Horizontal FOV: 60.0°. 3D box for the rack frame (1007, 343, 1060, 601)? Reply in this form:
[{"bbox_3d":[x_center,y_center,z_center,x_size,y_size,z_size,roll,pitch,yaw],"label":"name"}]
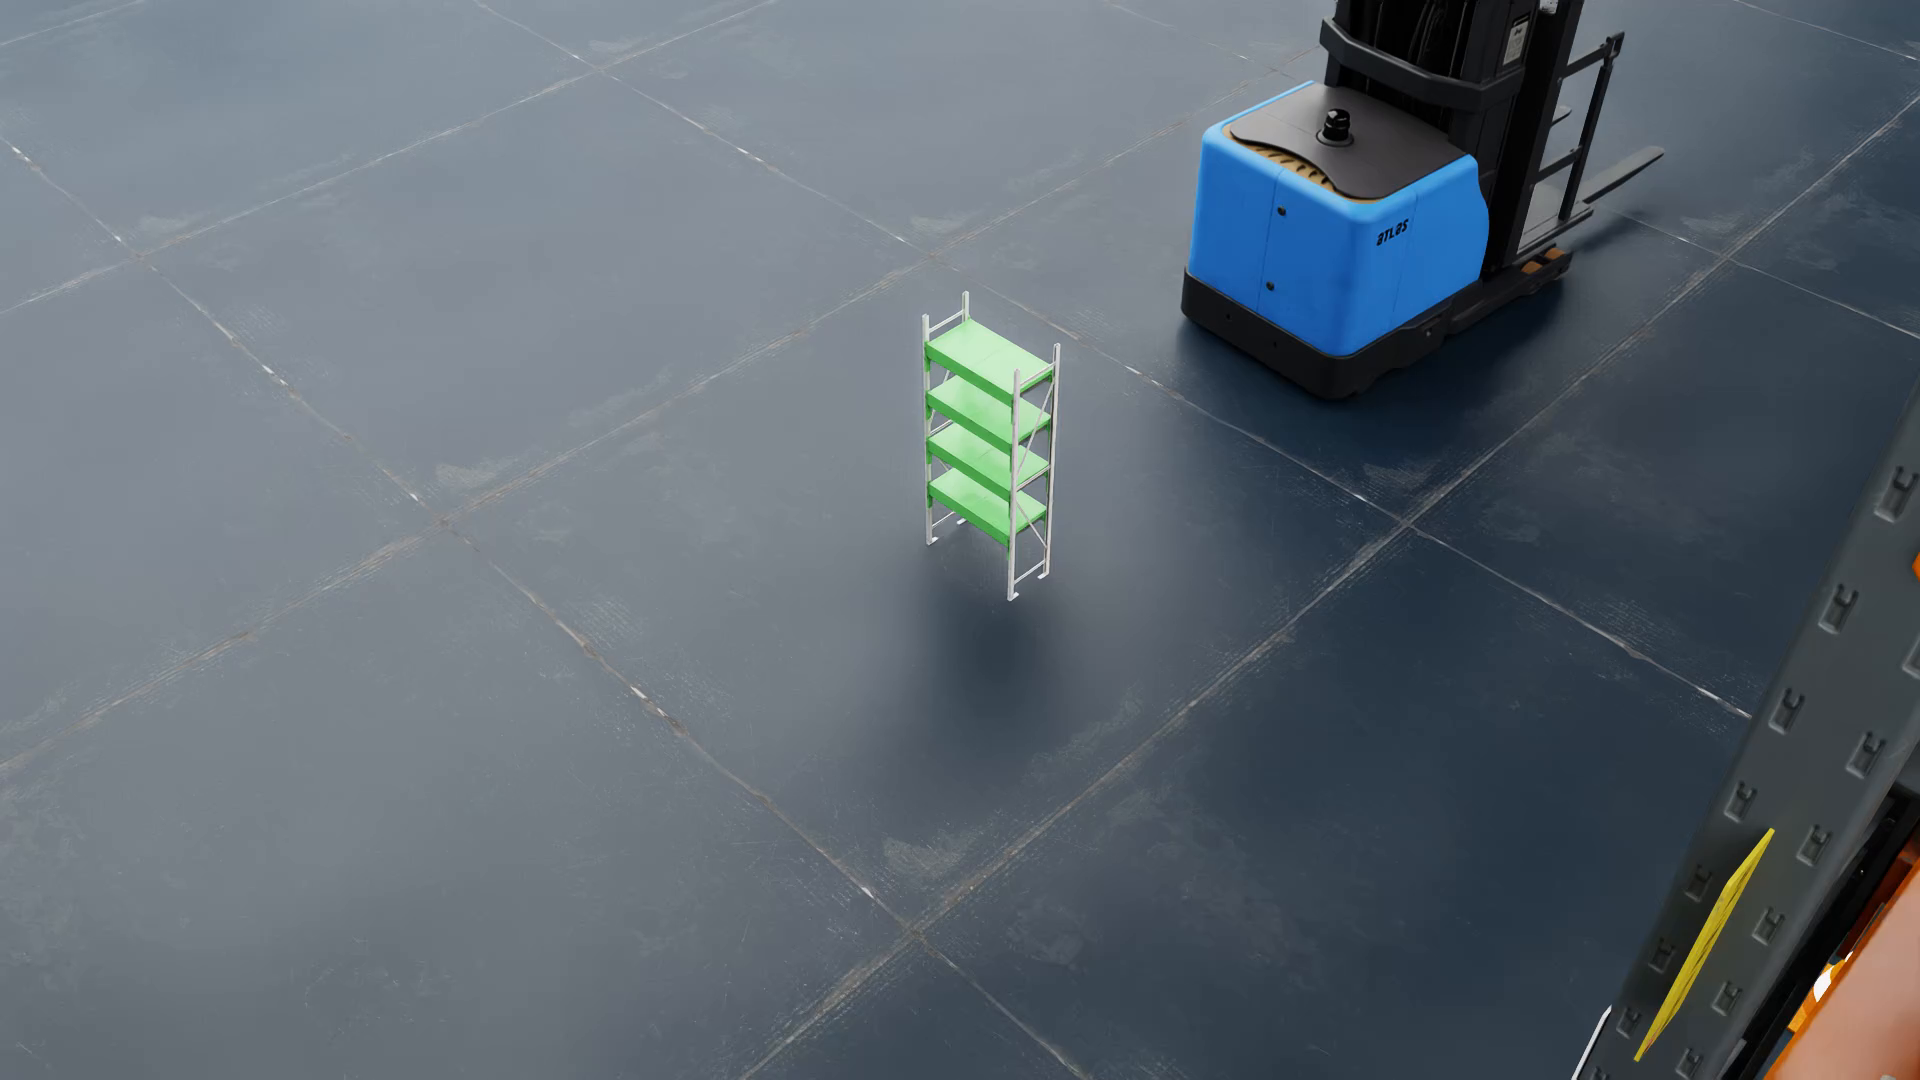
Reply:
[{"bbox_3d":[0.289,-0.244,6.630,0.240,1.200,0.015,-34,53,-31],"label":"rack frame"}]

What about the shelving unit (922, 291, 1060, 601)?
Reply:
[{"bbox_3d":[0.117,-0.361,6.757,0.258,1.200,0.503,-34,53,-31],"label":"shelving unit"}]

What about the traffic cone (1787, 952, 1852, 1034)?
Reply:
[{"bbox_3d":[2.917,1.412,5.381,0.336,0.463,0.334,-34,53,-31],"label":"traffic cone"}]

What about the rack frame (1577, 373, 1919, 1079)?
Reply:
[{"bbox_3d":[1.154,-0.616,1.286,1.000,3.000,0.127,-34,53,-31],"label":"rack frame"}]

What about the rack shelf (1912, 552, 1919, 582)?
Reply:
[{"bbox_3d":[2.567,0.611,0.491,1.077,0.370,4.000,-34,53,-31],"label":"rack shelf"}]

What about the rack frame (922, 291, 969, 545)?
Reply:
[{"bbox_3d":[-0.055,-0.478,6.884,0.240,1.200,0.015,-34,53,-31],"label":"rack frame"}]

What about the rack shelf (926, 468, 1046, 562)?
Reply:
[{"bbox_3d":[0.117,-0.138,6.963,0.258,0.148,0.480,-34,53,-31],"label":"rack shelf"}]

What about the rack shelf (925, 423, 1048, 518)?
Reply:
[{"bbox_3d":[0.117,-0.314,6.800,0.258,0.148,0.480,-34,53,-31],"label":"rack shelf"}]

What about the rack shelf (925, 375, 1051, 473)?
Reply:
[{"bbox_3d":[0.117,-0.490,6.637,0.258,0.148,0.480,-34,53,-31],"label":"rack shelf"}]

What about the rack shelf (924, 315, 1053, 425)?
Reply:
[{"bbox_3d":[0.117,-0.667,6.474,0.258,0.148,0.480,-34,53,-31],"label":"rack shelf"}]

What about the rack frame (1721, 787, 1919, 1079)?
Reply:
[{"bbox_3d":[1.154,1.587,3.322,1.000,3.000,0.127,-34,53,-31],"label":"rack frame"}]

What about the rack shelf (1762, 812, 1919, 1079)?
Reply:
[{"bbox_3d":[2.567,1.711,1.508,1.077,0.370,4.000,-34,53,-31],"label":"rack shelf"}]

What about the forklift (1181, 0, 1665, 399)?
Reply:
[{"bbox_3d":[2.565,-2.596,7.900,3.031,2.935,1.130,-30,51,-28],"label":"forklift"}]

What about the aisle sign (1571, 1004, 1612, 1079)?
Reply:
[{"bbox_3d":[0.891,0.752,2.311,0.394,0.787,0.004,-34,53,-31],"label":"aisle sign"}]

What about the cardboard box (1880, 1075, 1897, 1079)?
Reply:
[{"bbox_3d":[1.159,0.893,2.048,0.380,0.149,0.250,-34,53,-31],"label":"cardboard box"}]

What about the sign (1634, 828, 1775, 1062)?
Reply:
[{"bbox_3d":[0.770,0.425,1.726,0.100,0.325,0.005,-34,53,-31],"label":"sign"}]
